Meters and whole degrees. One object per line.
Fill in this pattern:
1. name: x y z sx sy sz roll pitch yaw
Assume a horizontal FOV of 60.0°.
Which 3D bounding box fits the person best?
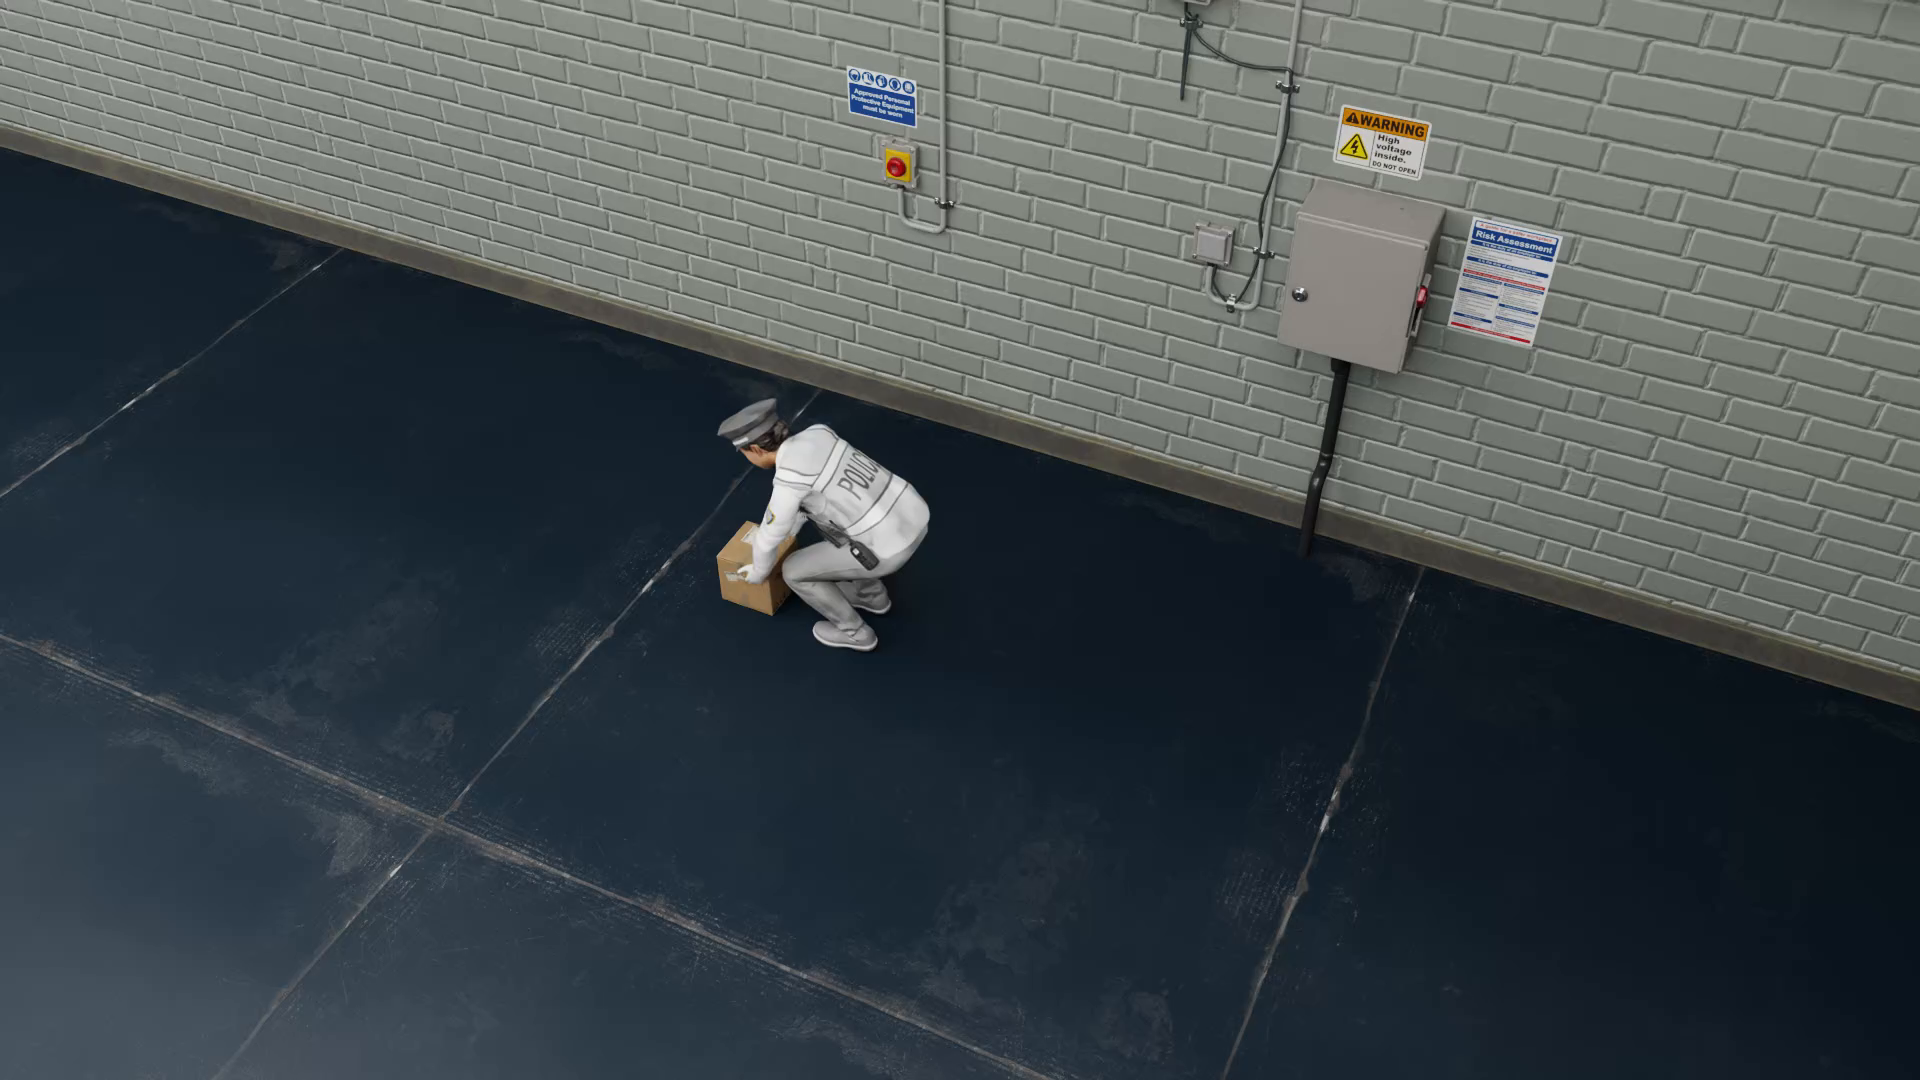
1. person: -0.546 -0.058 6.666 0.821 1.075 0.505 17 45 18
